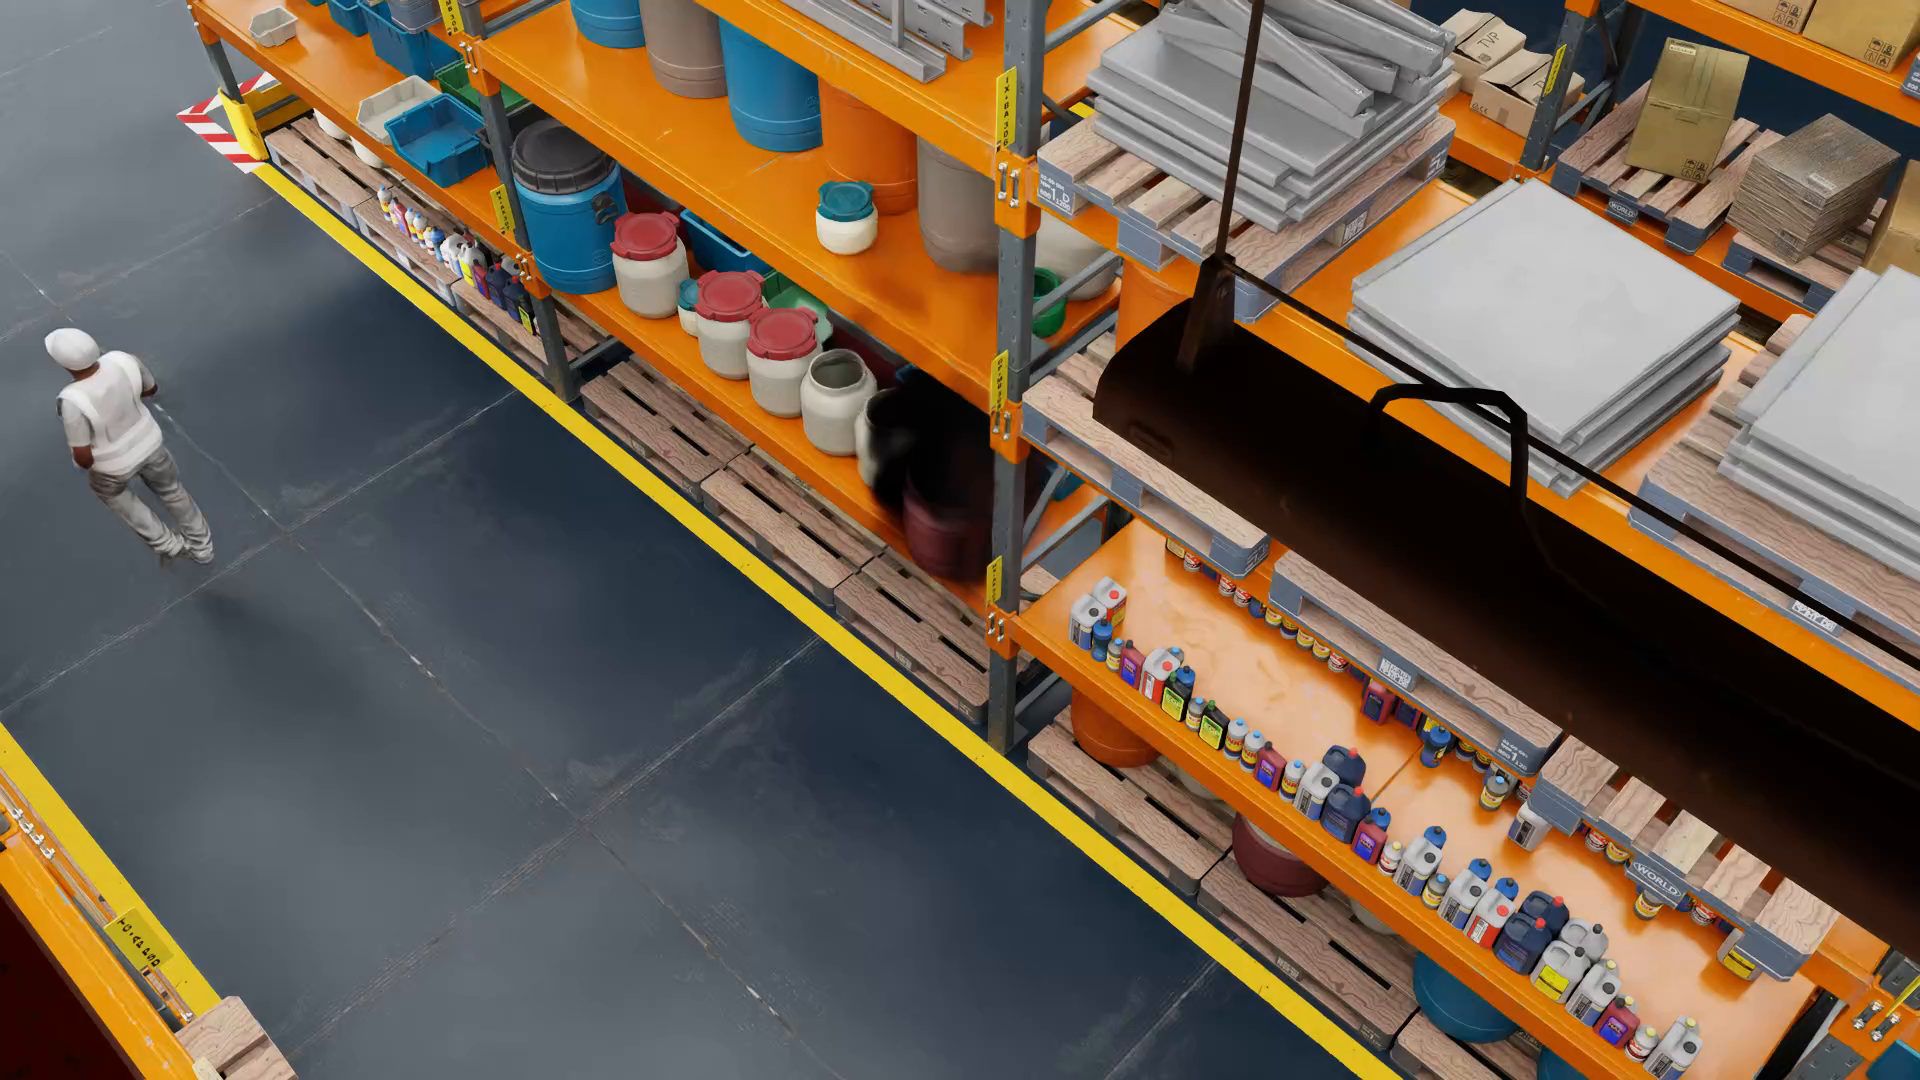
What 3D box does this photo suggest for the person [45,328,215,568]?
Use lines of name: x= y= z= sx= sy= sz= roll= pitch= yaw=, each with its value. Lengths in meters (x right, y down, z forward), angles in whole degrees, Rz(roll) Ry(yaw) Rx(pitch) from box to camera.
person: x=-4.719 y=-0.508 z=9.314 sx=0.633 sy=1.829 sz=0.662 roll=25 pitch=54 yaw=19
